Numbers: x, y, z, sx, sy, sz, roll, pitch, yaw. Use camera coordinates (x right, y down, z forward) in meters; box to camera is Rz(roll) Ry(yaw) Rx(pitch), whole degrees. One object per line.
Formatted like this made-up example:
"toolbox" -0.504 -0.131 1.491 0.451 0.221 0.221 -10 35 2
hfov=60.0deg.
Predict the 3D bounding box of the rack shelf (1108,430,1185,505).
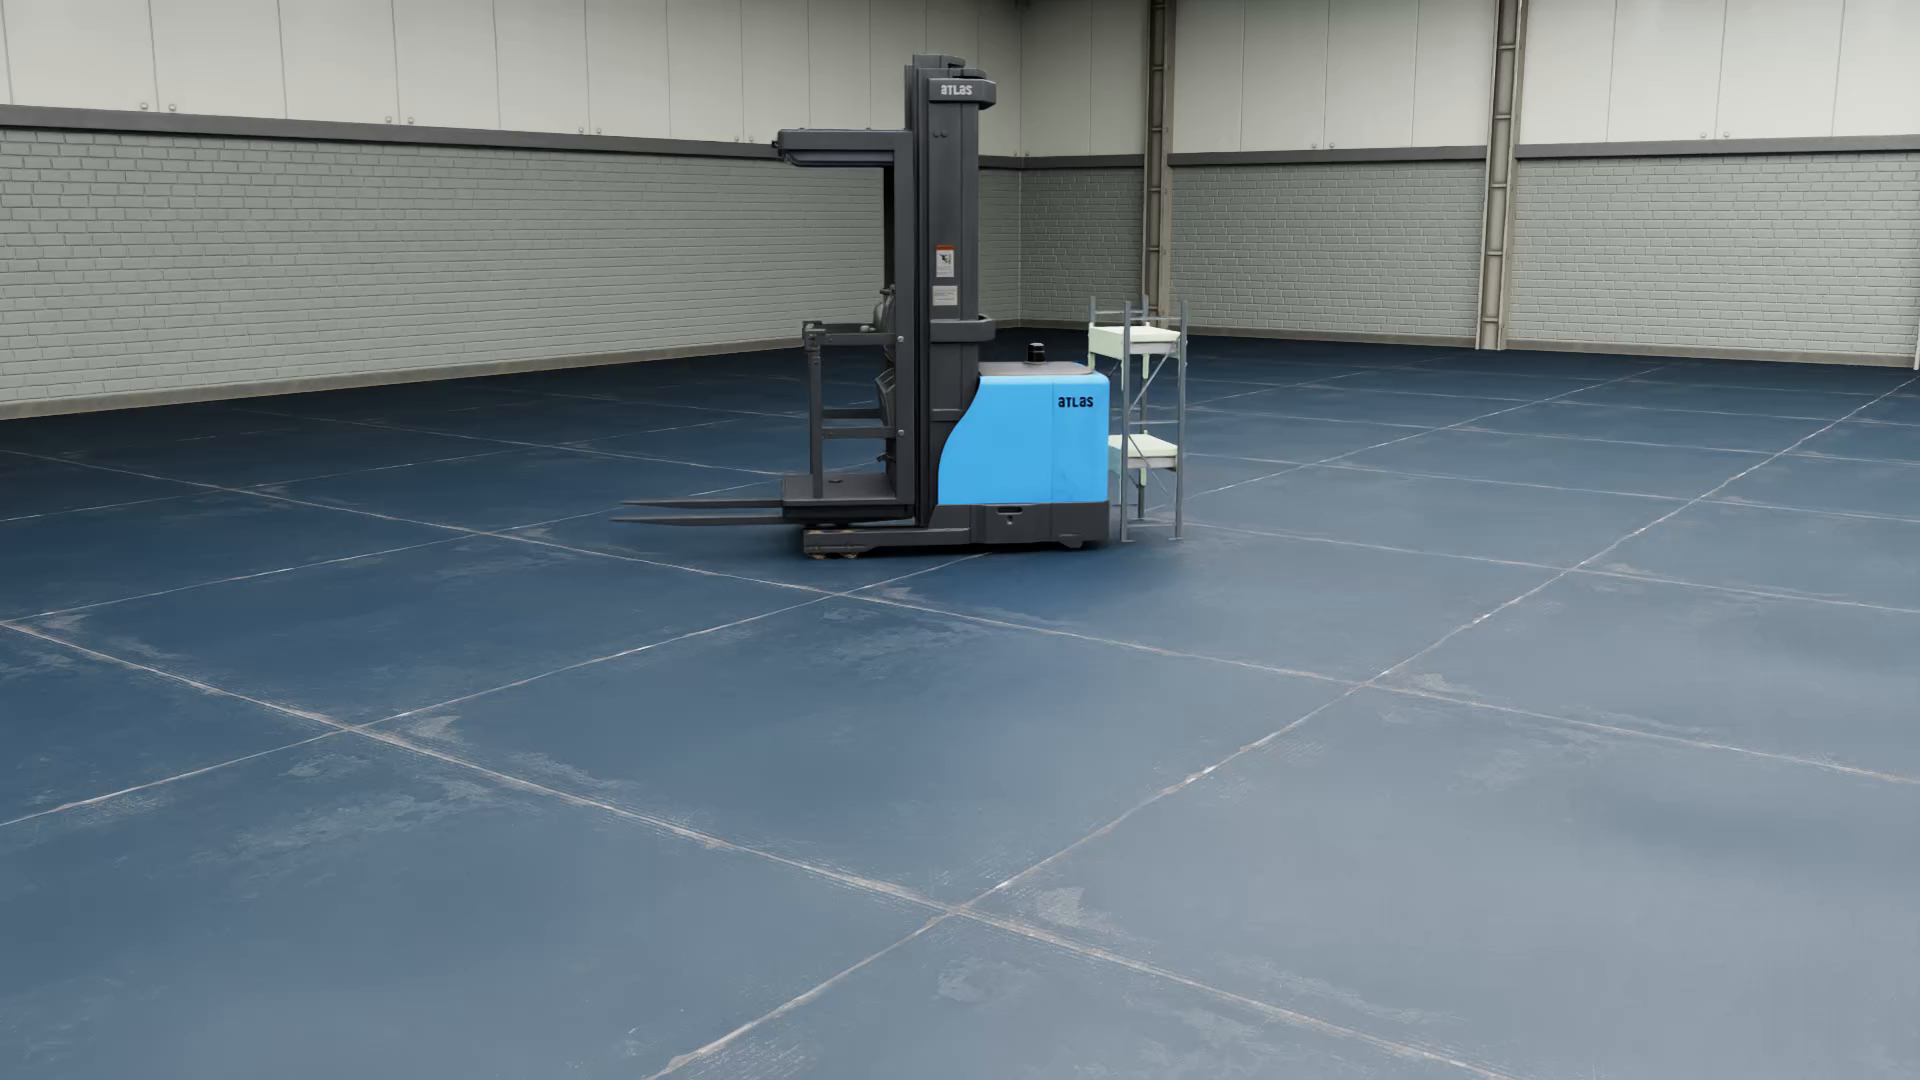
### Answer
"rack shelf" 1.125 -0.478 10.766 0.431 0.370 0.720 -2 11 -12

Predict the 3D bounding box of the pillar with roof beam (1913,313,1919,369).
"pillar with roof beam" 10.566 -6.063 18.179 0.400 9.000 9.100 8 13 36

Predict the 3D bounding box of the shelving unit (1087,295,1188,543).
"shelving unit" 1.125 -0.798 10.704 0.431 1.500 0.755 -2 11 -12

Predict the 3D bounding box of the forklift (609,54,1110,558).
"forklift" -0.634 -1.434 10.225 3.031 2.935 1.130 -1 11 -6

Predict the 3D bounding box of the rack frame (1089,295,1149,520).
"rack frame" 1.045 -0.866 11.055 0.400 1.500 0.023 -2 11 -12

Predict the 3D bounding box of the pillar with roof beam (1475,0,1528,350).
"pillar with roof beam" 5.730 -6.738 21.666 0.400 9.000 9.100 8 13 36

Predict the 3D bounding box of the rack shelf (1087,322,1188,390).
"rack shelf" 1.124 -1.181 10.630 0.431 0.370 0.720 -2 11 -12

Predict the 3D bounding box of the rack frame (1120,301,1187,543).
"rack frame" 1.204 -0.730 10.353 0.400 1.500 0.023 -2 11 -12

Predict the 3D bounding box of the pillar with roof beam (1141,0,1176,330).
"pillar with roof beam" 0.894 -7.412 25.153 0.400 9.000 9.100 8 13 36
